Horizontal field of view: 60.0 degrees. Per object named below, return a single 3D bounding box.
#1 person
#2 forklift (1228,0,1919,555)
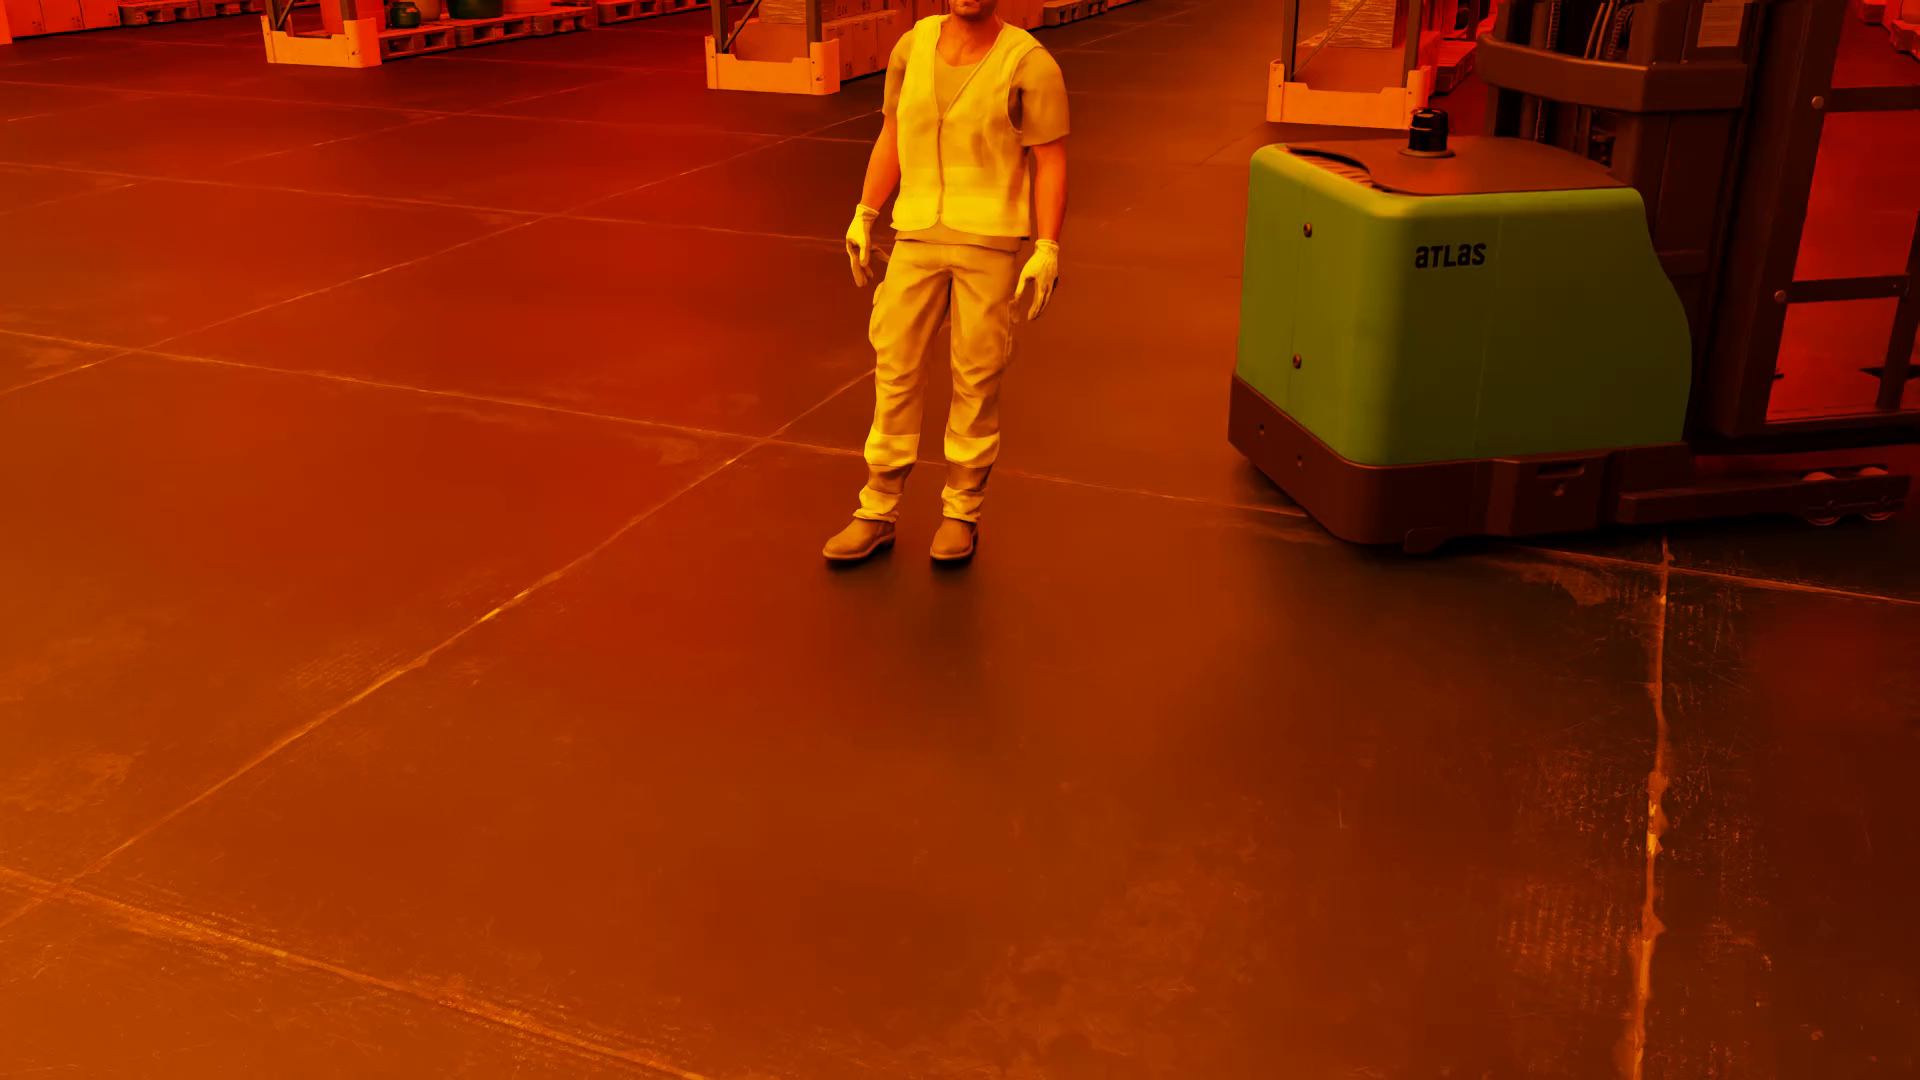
[{"bbox_3d":[-0.042,-0.806,4.681,0.638,1.788,0.563,9,24,21],"label":"person"},{"bbox_3d":[2.494,-1.589,5.095,3.031,2.935,1.130,-5,23,-12],"label":"forklift"}]
